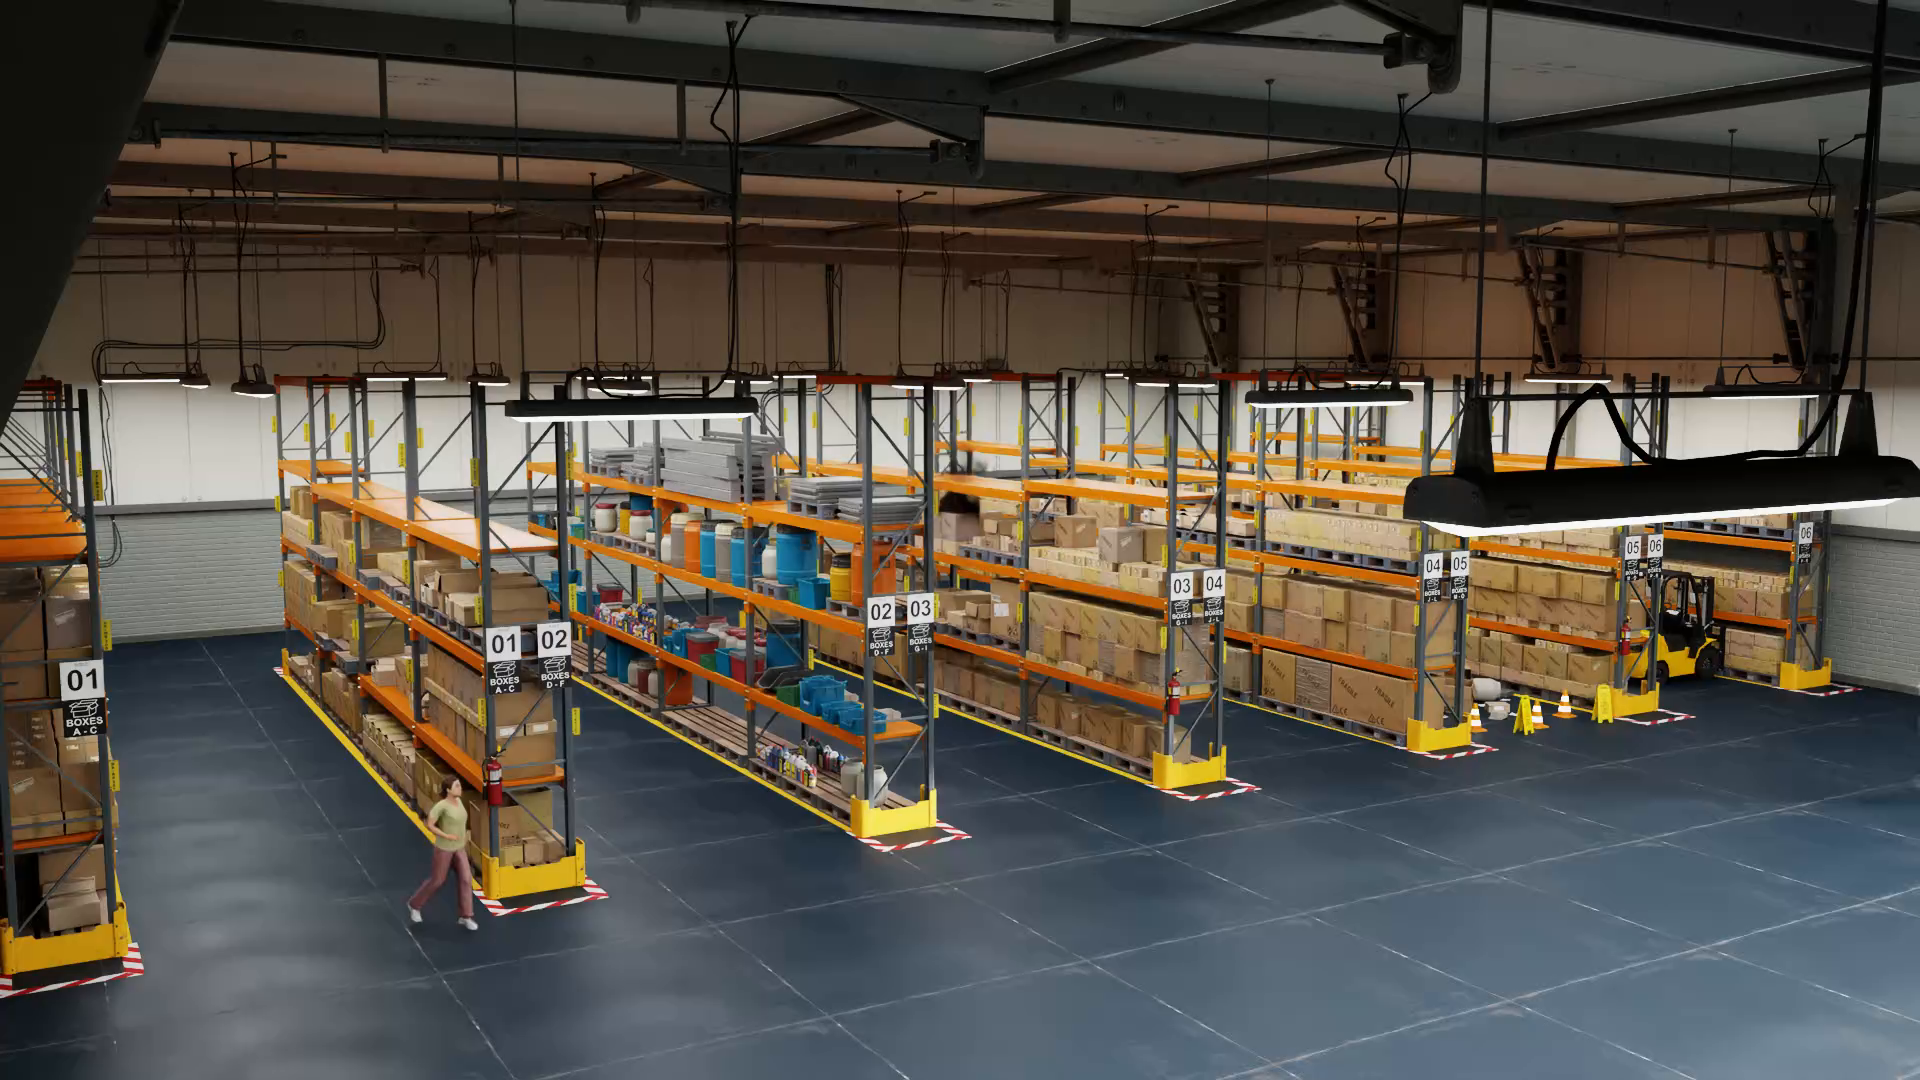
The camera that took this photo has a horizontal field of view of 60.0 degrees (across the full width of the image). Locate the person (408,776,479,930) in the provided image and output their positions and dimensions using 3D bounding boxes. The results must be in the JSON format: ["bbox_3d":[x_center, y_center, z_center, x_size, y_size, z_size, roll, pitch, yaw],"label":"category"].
[{"bbox_3d":[-5.700,3.462,18.624,0.845,1.651,0.640,3,7,27],"label":"person"}]

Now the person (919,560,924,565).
[{"bbox_3d":[-0.835,1.289,38.505,0.642,1.660,0.649,-3,7,-29],"label":"person"}]

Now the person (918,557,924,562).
[{"bbox_3d":[-1.003,0.879,41.993,0.865,1.721,0.730,0,6,-3],"label":"person"}]
